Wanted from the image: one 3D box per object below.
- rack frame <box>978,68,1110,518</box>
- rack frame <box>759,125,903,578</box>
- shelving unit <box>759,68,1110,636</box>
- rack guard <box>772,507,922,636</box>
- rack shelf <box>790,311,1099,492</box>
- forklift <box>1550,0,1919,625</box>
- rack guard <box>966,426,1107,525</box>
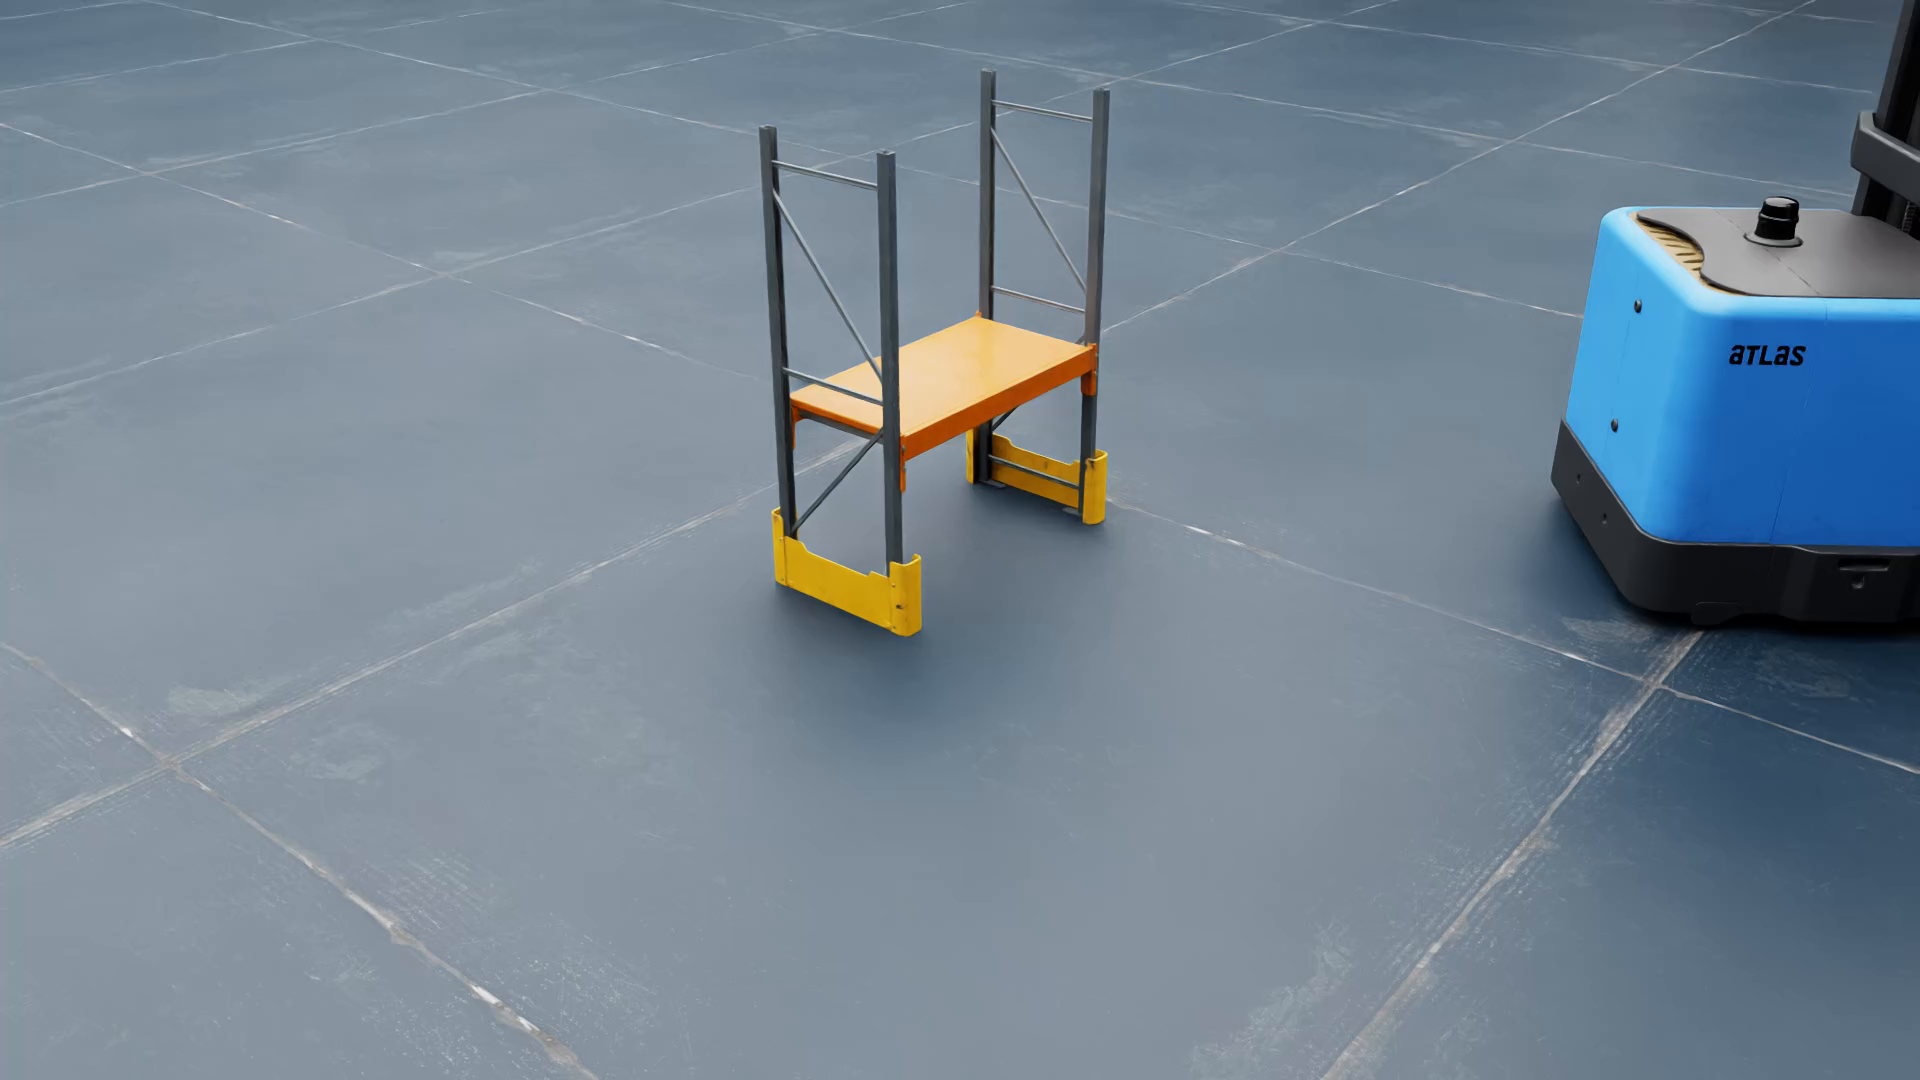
[{"bbox_3d":[0.269,-0.816,5.695,0.500,1.500,0.032,21,34,34],"label":"rack frame"},{"bbox_3d":[-0.378,-0.456,4.999,0.500,1.500,0.032,21,34,34],"label":"rack frame"},{"bbox_3d":[-0.048,-0.639,5.353,0.587,1.500,1.083,21,34,34],"label":"shelving unit"},{"bbox_3d":[-0.365,0.093,5.299,0.587,0.250,0.087,21,34,34],"label":"rack guard"},{"bbox_3d":[-0.054,-0.476,5.430,0.538,0.185,1.000,21,34,34],"label":"rack shelf"},{"bbox_3d":[3.626,-1.222,4.923,3.031,2.935,1.130,1,27,2],"label":"forklift"},{"bbox_3d":[0.268,-0.261,5.982,0.587,0.250,0.087,21,34,34],"label":"rack guard"}]
